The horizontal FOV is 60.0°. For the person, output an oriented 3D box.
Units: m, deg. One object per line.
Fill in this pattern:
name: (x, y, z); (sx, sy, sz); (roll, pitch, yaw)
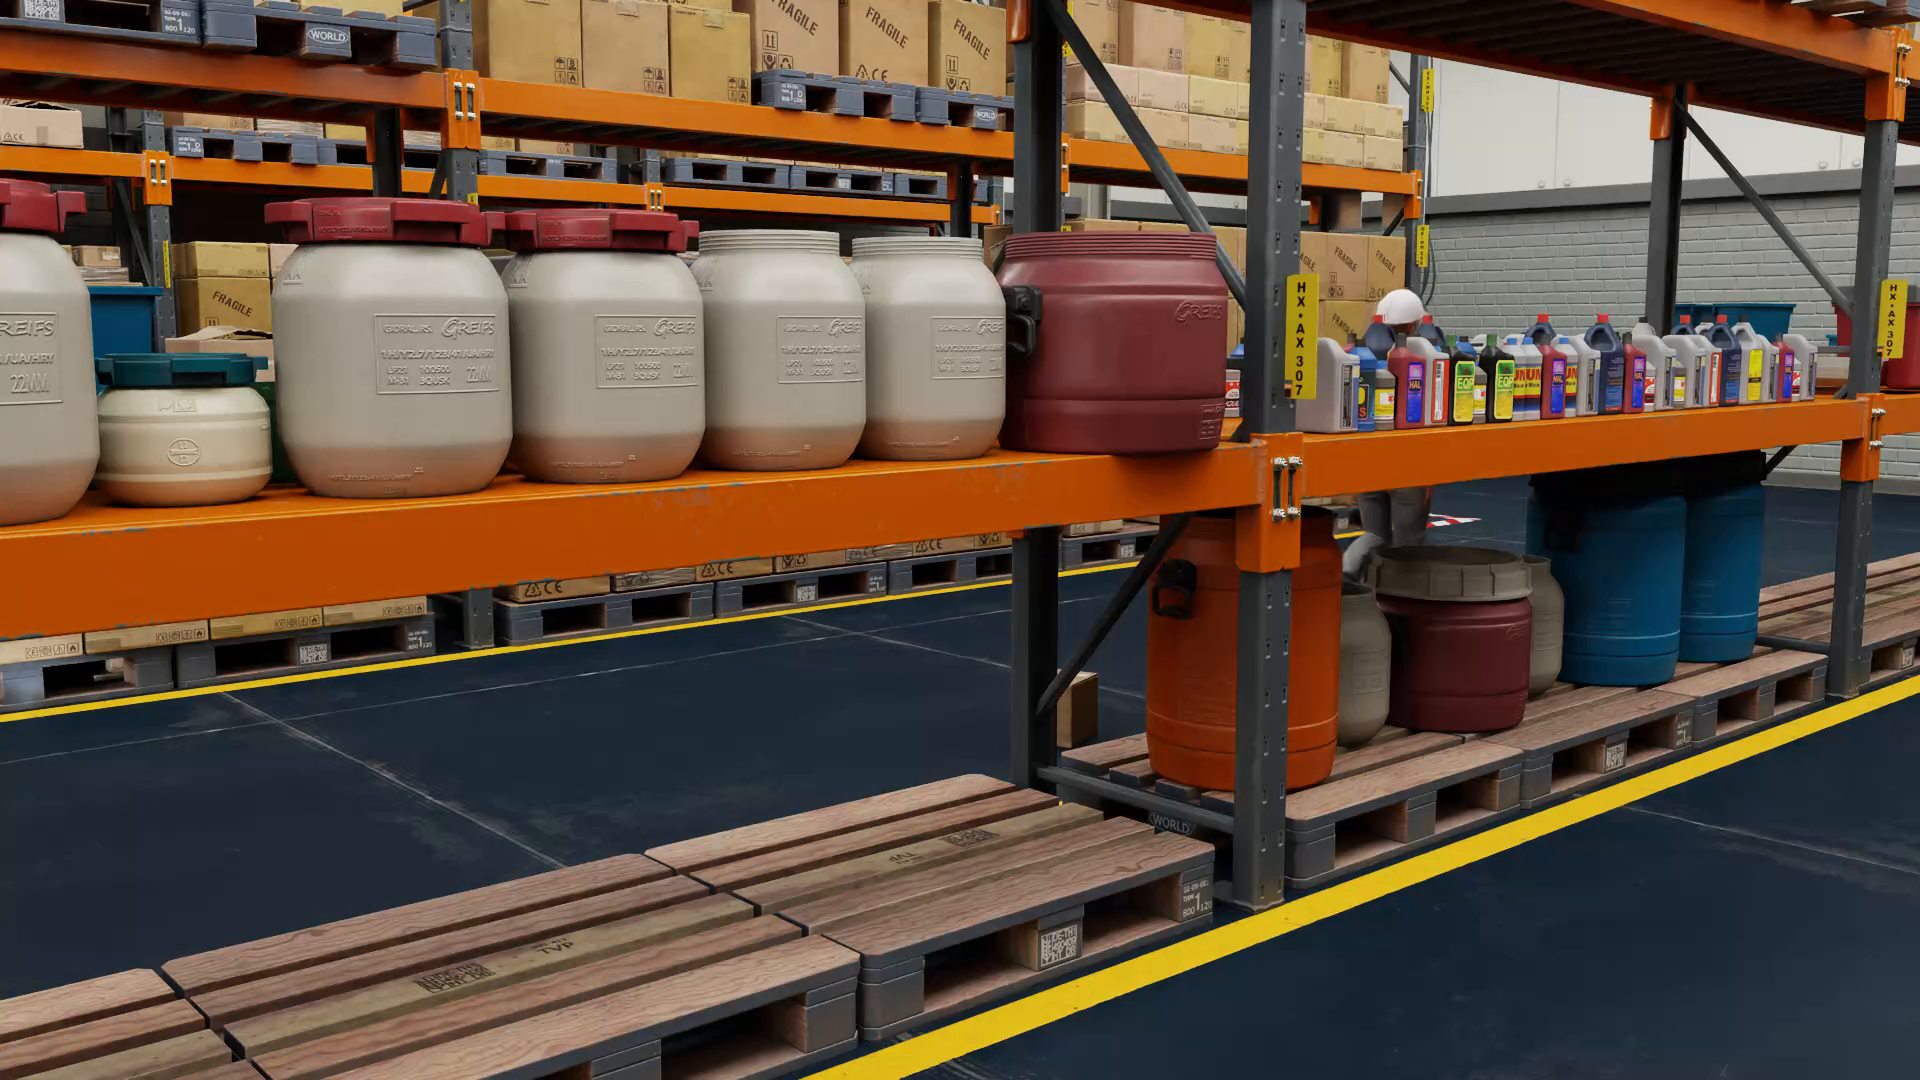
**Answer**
person: (2.131, -0.366, 8.334); (0.567, 1.761, 0.548); (-6, 10, -40)
